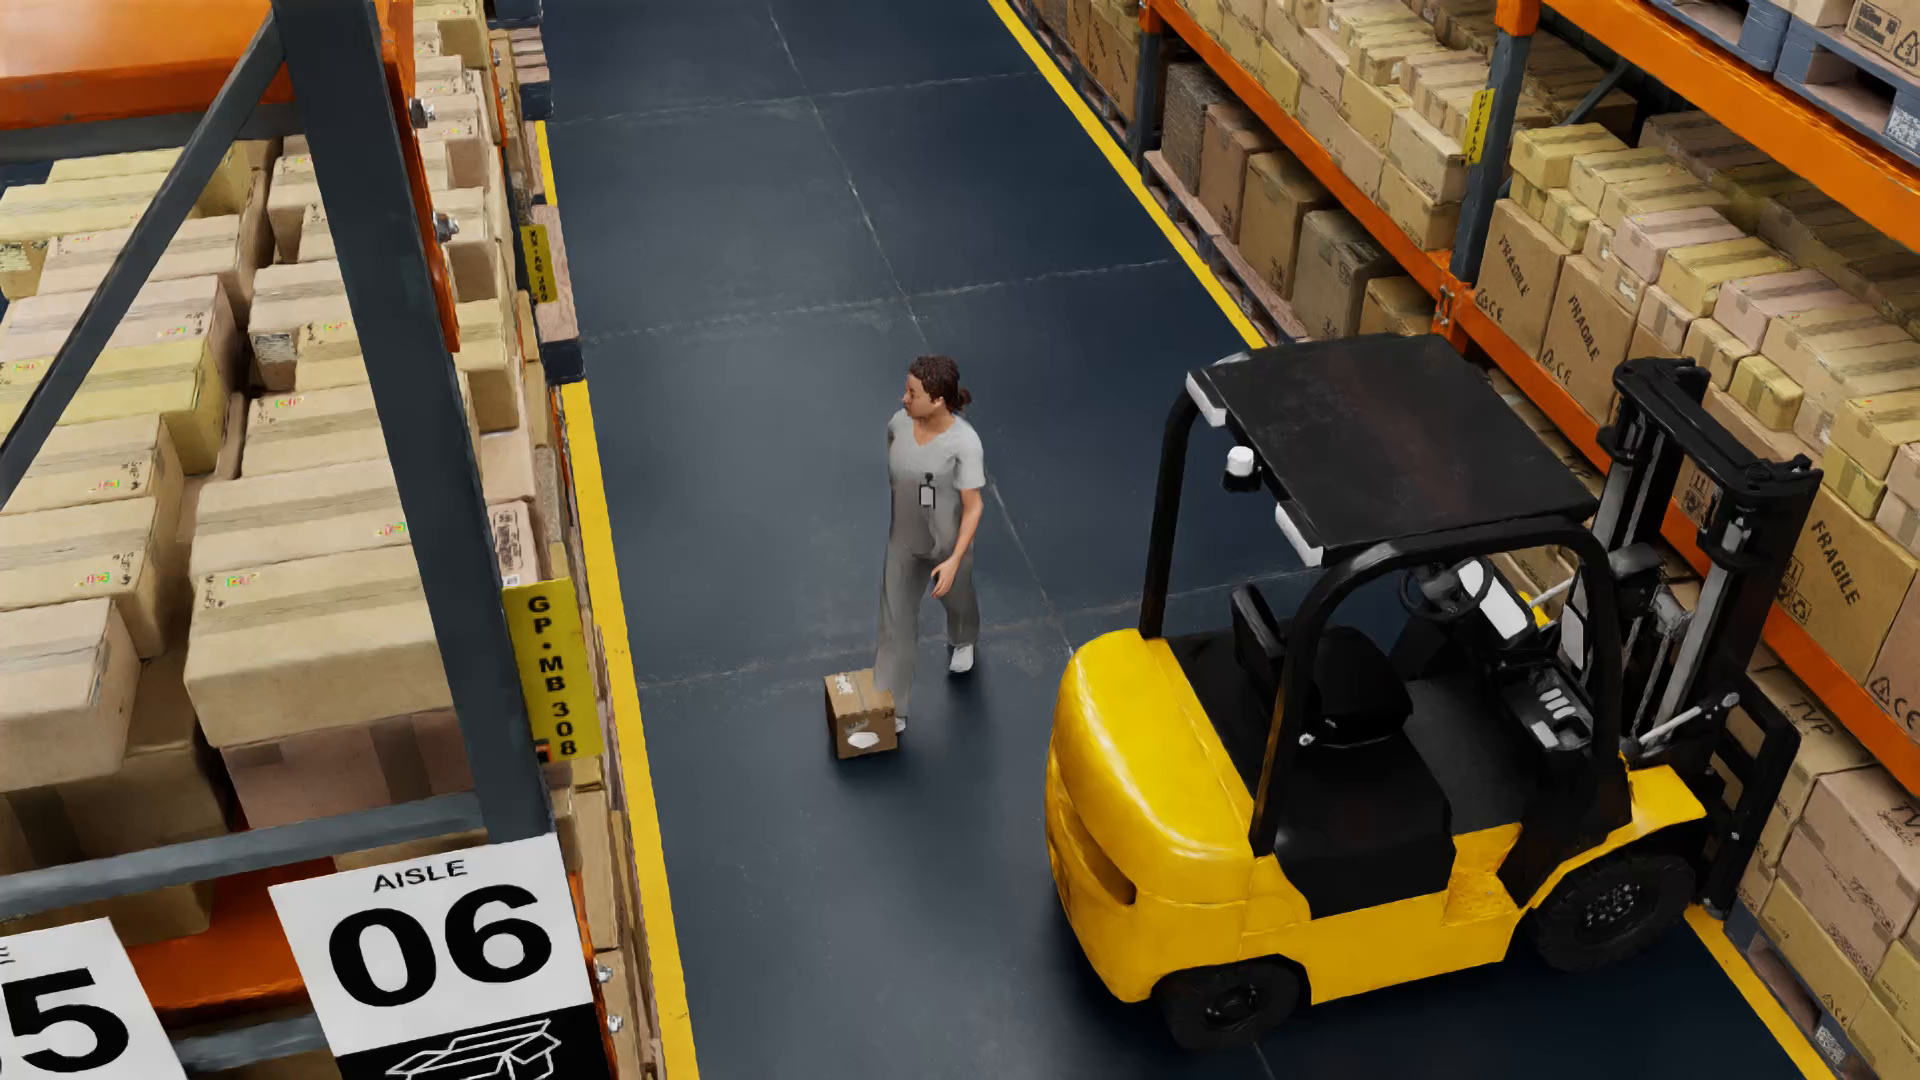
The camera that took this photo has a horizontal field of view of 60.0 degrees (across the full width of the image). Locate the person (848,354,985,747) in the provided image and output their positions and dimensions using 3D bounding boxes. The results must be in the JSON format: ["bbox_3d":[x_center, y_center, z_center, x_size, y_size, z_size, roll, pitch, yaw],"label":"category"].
[{"bbox_3d":[-0.154,0.039,6.668,0.490,1.620,0.931,17,42,21],"label":"person"}]
